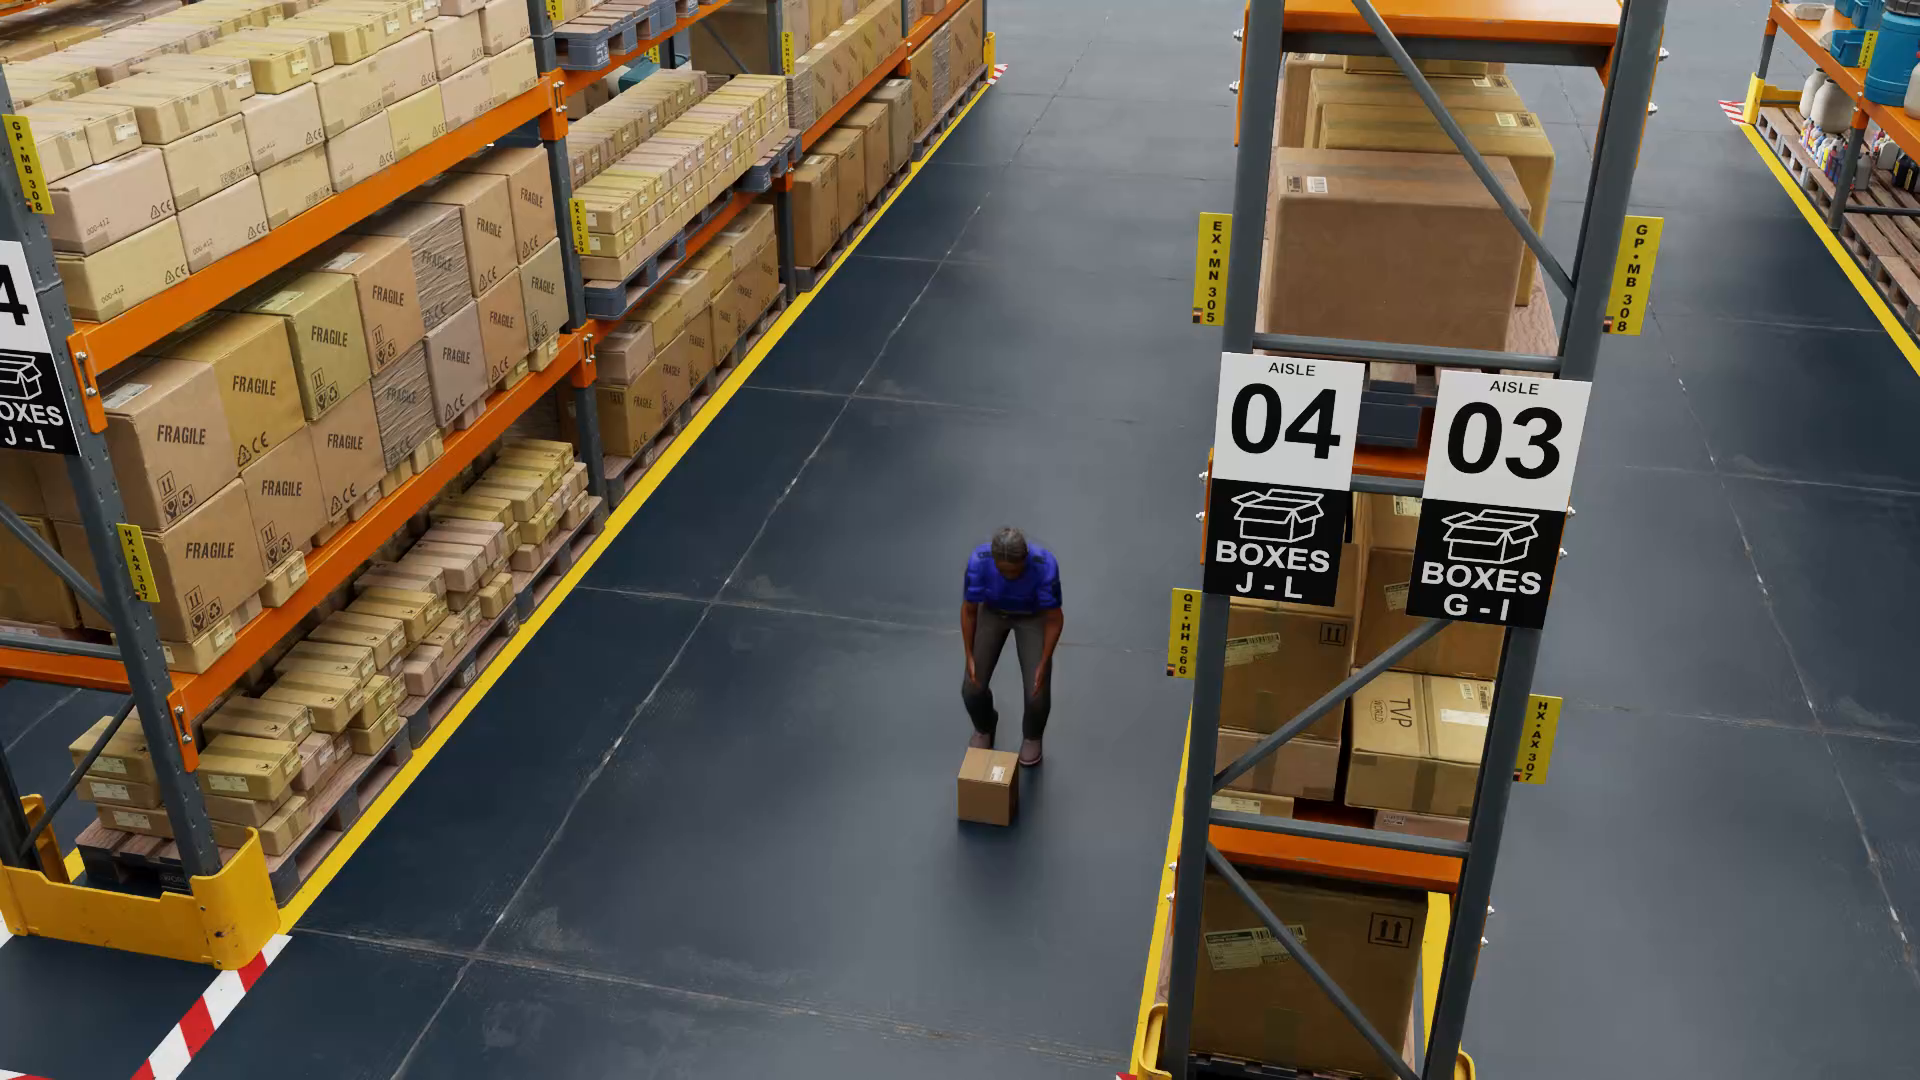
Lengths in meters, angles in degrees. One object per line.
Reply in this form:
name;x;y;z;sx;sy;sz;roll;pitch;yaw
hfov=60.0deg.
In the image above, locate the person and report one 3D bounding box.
person;0.264;0.474;8.051;0.495;1.387;0.617;6;30;11
